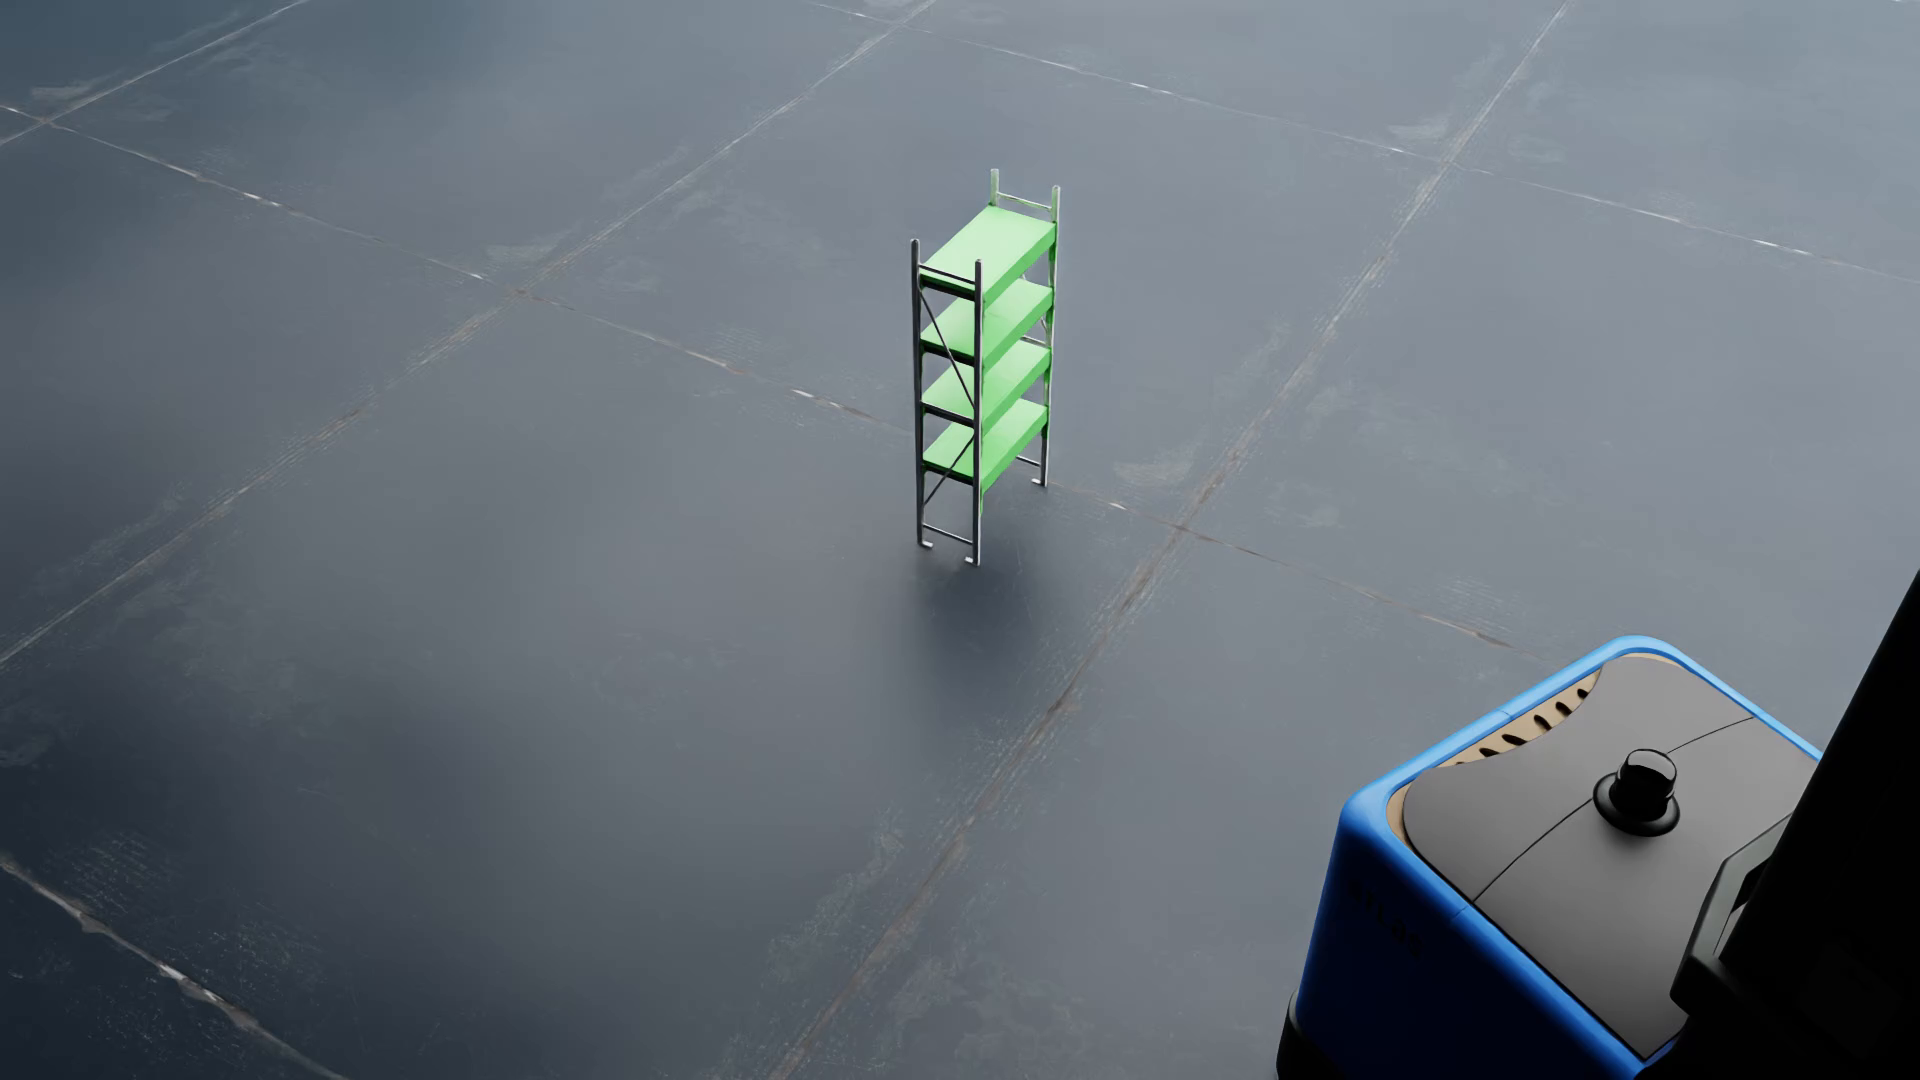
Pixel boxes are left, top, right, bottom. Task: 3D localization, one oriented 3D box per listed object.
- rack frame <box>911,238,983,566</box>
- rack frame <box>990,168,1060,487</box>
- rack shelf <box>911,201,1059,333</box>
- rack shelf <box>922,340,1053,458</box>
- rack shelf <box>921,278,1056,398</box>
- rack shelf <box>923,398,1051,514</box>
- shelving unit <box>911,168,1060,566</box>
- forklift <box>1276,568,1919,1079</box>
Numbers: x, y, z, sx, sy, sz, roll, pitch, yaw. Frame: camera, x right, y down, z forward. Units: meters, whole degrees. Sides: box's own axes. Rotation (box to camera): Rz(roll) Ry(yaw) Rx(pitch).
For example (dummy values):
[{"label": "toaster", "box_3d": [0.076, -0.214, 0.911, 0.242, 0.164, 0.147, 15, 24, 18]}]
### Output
[{"label": "rack frame", "box_3d": [-0.039, -0.405, 5.302, 0.240, 1.200, 0.015, 21, 45, 22]}, {"label": "rack frame", "box_3d": [0.205, -0.685, 5.620, 0.240, 1.200, 0.015, 21, 45, 22]}, {"label": "rack shelf", "box_3d": [0.083, -0.857, 5.186, 0.258, 0.148, 0.480, 21, 45, 22]}, {"label": "rack shelf", "box_3d": [0.083, -0.497, 5.503, 0.258, 0.148, 0.480, 21, 45, 22]}, {"label": "rack shelf", "box_3d": [0.083, -0.677, 5.345, 0.258, 0.148, 0.480, 21, 45, 22]}, {"label": "rack shelf", "box_3d": [0.083, -0.317, 5.662, 0.258, 0.148, 0.480, 21, 45, 22]}, {"label": "shelving unit", "box_3d": [0.083, -0.545, 5.461, 0.258, 1.200, 0.503, 21, 45, 22]}, {"label": "forklift", "box_3d": [2.027, 0.891, 2.521, 1.130, 2.935, 3.031, -24, 47, -25]}]
